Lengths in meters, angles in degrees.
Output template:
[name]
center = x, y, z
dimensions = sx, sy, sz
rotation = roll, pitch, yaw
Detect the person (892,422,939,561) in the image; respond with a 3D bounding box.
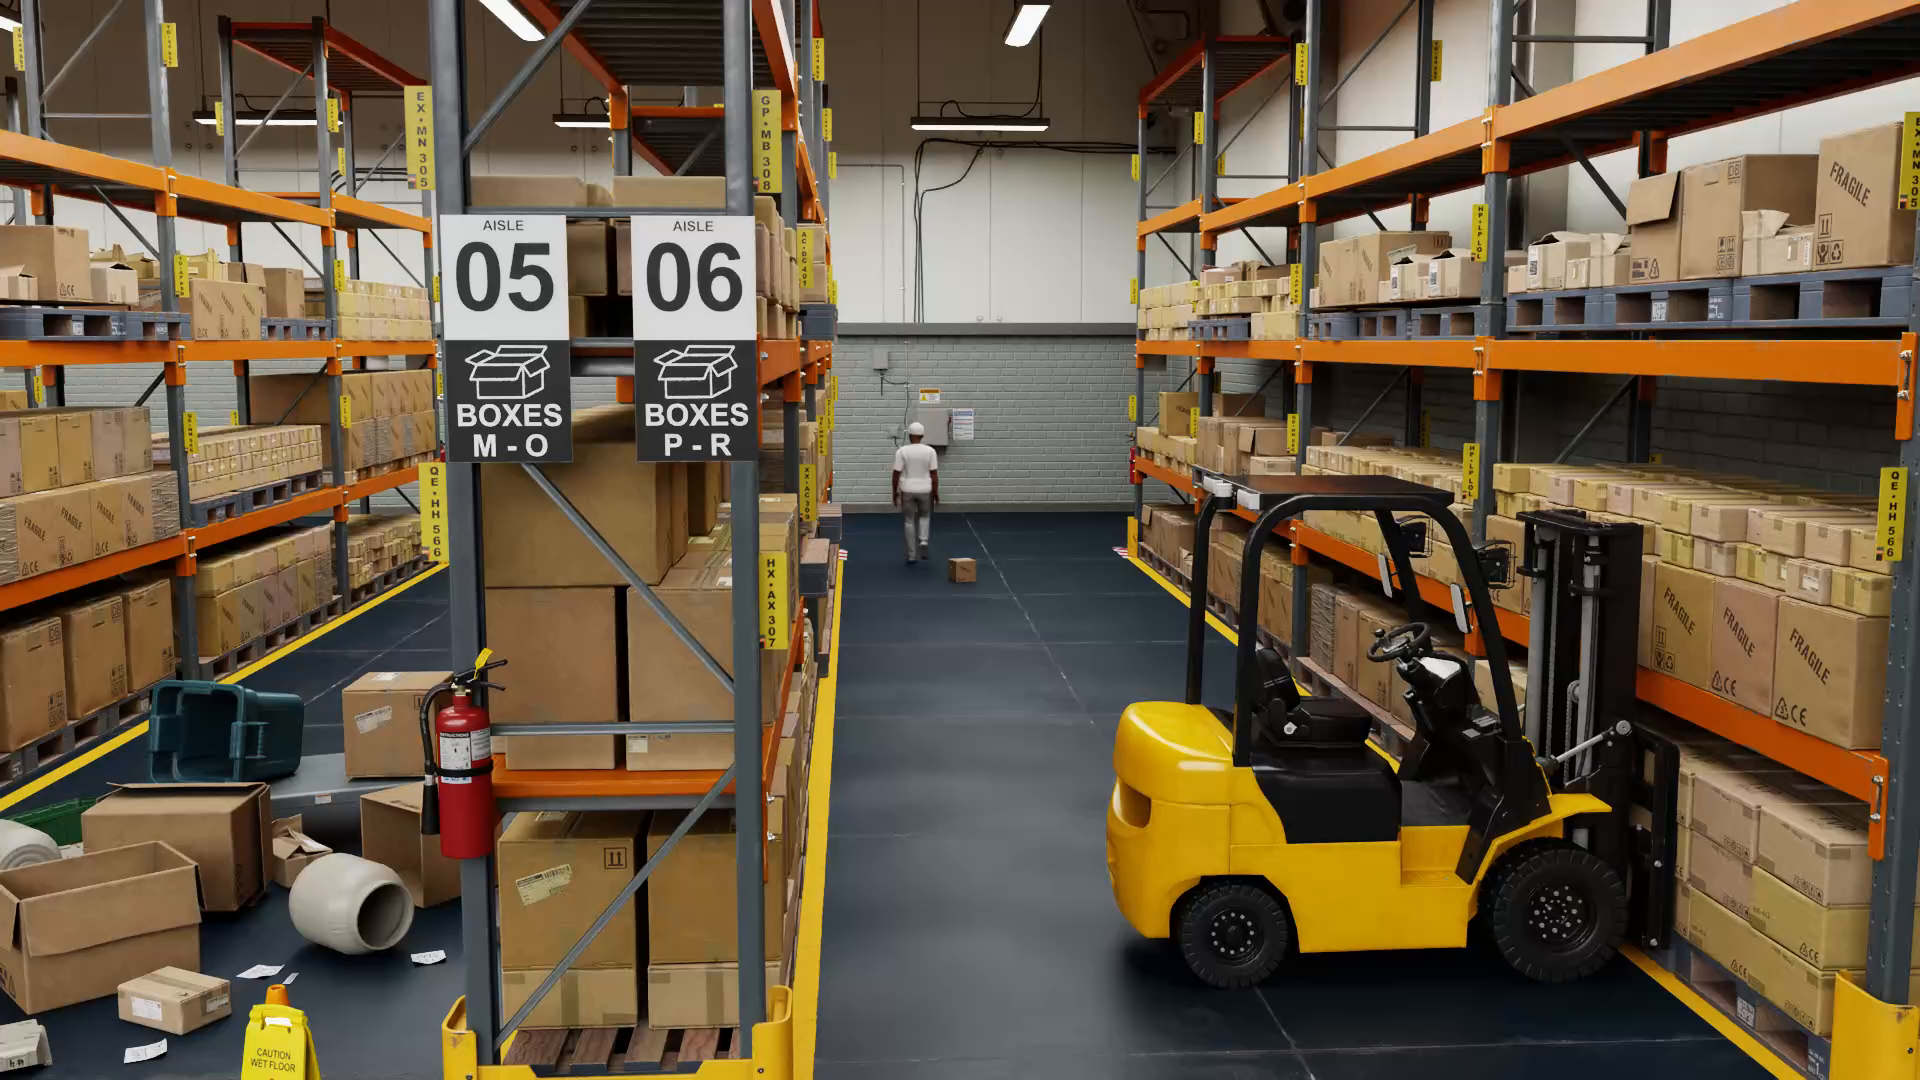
[person]
center = -0.570, -0.619, 21.116
dimensions = 0.593, 1.756, 0.470
rotation = -1, 7, -8
